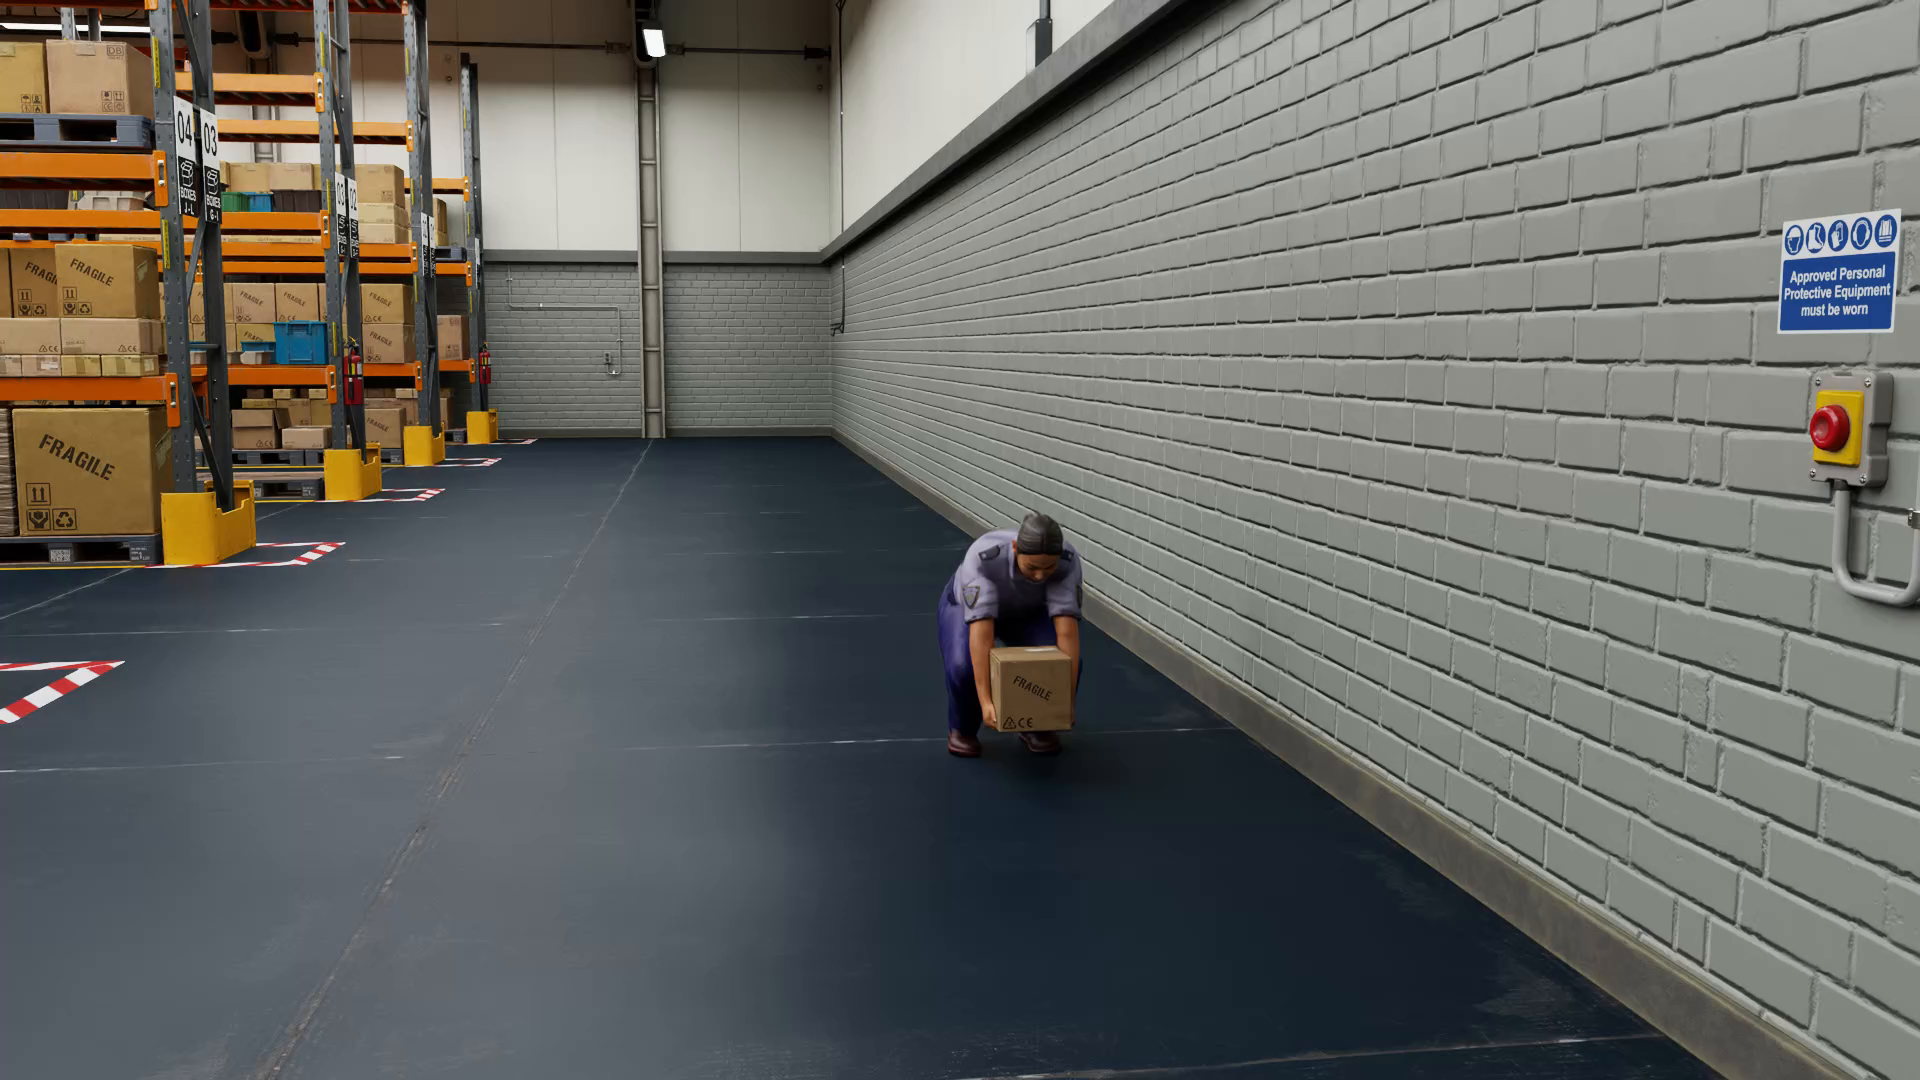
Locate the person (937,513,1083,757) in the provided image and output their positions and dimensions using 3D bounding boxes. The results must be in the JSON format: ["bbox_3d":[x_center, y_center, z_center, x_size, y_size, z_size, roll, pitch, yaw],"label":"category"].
[{"bbox_3d":[0.185,0.343,6.094,0.509,0.936,0.866,-1,7,-10],"label":"person"}]
